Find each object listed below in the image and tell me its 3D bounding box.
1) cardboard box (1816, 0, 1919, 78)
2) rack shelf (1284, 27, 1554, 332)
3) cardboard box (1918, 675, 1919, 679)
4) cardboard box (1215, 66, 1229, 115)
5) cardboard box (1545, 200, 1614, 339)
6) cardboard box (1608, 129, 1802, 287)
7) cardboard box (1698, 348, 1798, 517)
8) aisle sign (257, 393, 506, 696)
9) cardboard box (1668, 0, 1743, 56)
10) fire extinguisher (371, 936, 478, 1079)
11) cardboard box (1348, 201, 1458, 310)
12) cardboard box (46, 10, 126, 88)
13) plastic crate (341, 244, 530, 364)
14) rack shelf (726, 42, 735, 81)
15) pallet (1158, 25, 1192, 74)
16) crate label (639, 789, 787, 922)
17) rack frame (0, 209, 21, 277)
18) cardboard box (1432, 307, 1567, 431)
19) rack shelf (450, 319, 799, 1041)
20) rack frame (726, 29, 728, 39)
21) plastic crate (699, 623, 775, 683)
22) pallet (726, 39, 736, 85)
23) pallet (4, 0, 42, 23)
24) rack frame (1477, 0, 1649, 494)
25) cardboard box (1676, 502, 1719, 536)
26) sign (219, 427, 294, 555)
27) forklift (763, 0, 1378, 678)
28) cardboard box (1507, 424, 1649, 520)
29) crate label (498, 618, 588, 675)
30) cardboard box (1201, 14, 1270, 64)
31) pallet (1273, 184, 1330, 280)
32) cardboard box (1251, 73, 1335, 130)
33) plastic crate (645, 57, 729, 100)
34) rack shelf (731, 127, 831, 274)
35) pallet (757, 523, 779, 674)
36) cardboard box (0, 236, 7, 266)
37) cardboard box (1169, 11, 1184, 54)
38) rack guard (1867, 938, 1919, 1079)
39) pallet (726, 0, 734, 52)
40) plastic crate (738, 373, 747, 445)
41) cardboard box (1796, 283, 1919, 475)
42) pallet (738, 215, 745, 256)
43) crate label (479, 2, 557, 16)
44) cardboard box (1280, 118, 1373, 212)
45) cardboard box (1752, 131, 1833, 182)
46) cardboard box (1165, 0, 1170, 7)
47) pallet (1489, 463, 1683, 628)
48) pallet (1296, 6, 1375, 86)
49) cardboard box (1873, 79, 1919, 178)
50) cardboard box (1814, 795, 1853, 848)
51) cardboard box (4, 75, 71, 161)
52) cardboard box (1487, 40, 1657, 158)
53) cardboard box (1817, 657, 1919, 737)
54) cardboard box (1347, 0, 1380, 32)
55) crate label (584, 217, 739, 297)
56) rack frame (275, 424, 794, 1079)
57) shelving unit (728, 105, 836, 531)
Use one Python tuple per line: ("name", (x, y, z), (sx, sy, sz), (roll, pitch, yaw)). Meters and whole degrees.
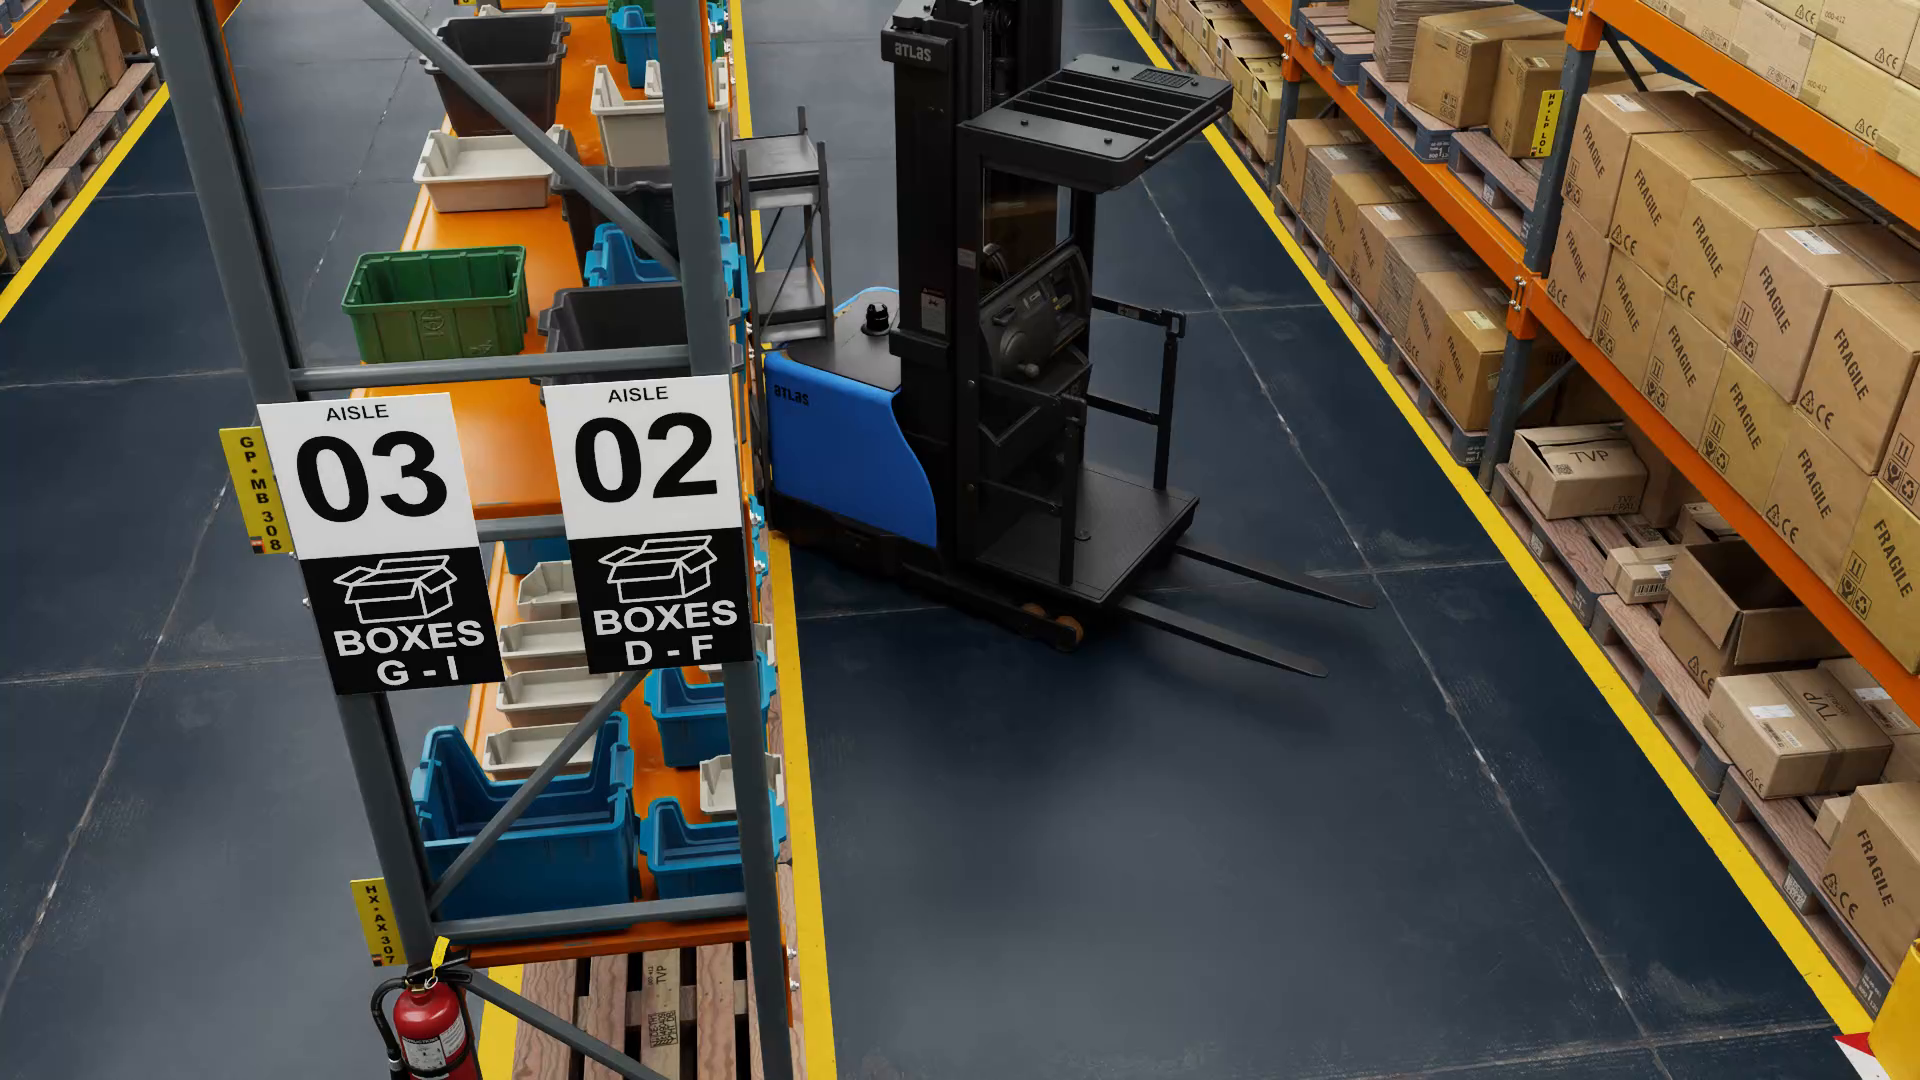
("cardboard box", (3.381, -1.822, 5.786), (0.500, 0.250, 0.500), (-4, 35, -6))
("rack shelf", (3.100, -2.385, 10.224), (1.077, 0.370, 4.000), (-4, 35, -6))
("cardboard box", (3.577, 0.396, 5.417), (0.500, 0.500, 0.500), (-3, 34, -5))
("cardboard box", (2.382, -3.679, 13.553), (0.500, 0.250, 0.500), (-4, 34, -5))
("cardboard box", (3.168, -1.302, 7.908), (0.500, 0.500, 0.500), (-4, 34, -5))
("cardboard box", (3.224, -1.448, 7.235), (0.500, 0.500, 0.500), (-5, 35, -8))
("cardboard box", (3.375, -0.454, 6.663), (0.500, 0.500, 0.500), (-5, 35, -7))
("aisle sign", (-1.282, 0.028, 3.738), (0.394, 0.787, 0.004), (-4, 35, -6))
("cardboard box", (3.253, -2.174, 6.746), (0.500, 0.250, 0.500), (-4, 35, -6))
("fire extinguisher", (-1.431, 1.344, 4.514), (0.296, 0.674, 0.183), (-4, 35, -6))
("cardboard box", (2.823, -1.808, 10.569), (0.500, 0.500, 0.500), (-5, 35, -8))
("cardboard box", (-7.462, -4.086, 13.912), (0.700, 0.500, 0.500), (-7, 35, -10))
("plastic crate", (-1.417, -0.641, 4.552), (0.450, 0.188, 0.336), (-4, 35, -6))
("rack shelf", (-2.346, -4.244, 12.952), (1.077, 0.370, 4.000), (-4, 35, -6))
("pallet", (2.431, -4.470, 15.121), (1.003, 0.211, 1.213), (-4, 35, -6))
("crate label", (-0.708, 0.921, 4.830), (0.416, 0.233, 0.303), (-4, 35, -6))
("rack frame", (-6.985, -3.050, 10.561), (1.000, 3.000, 0.127), (-4, 35, -6))
("cardboard box", (3.019, -0.968, 9.336), (0.500, 0.500, 0.500), (-5, 35, -7))
("rack shelf", (-1.270, 0.221, 6.401), (1.077, 0.370, 4.000), (-4, 35, -6))
("rack frame", (-2.615, -5.657, 14.387), (1.000, 3.000, 0.127), (-4, 35, -6))
("plastic crate", (-0.761, 0.397, 5.685), (0.250, 0.136, 0.298), (-4, 35, -6))
("pallet", (-2.471, -4.069, 14.534), (1.003, 0.211, 1.213), (-4, 35, -6))
("pallet", (-7.292, -4.072, 12.232), (1.003, 0.211, 1.213), (-4, 35, -6))
("rack frame", (3.369, -1.566, 8.384), (1.000, 3.000, 0.127), (-4, 35, -6))
("cardboard box", (3.837, -0.068, 8.327), (0.380, 0.149, 0.250), (-4, 35, -6))
("sign", (-1.544, -0.106, 3.671), (0.100, 0.325, 0.005), (-4, 35, -6))
("forklift", (0.533, -1.023, 7.649), (3.031, 2.935, 1.130), (19, 39, 26))
("cardboard box", (3.212, -0.386, 8.649), (0.500, 0.311, 0.500), (-4, 35, -6))
("crate label", (-1.377, 0.366, 5.730), (0.396, 0.136, 0.243), (-4, 35, -6))
("cardboard box", (2.310, -4.192, 13.808), (0.500, 0.311, 0.500), (-3, 34, -5))
("pallet", (2.894, -2.226, 11.829), (1.003, 0.211, 1.213), (-4, 35, -6))
("cardboard box", (2.517, -3.341, 12.559), (0.500, 0.311, 0.500), (-3, 34, -5))
("plastic crate", (-0.991, -1.642, 6.067), (0.293, 0.136, 0.466), (-4, 35, -6))
("rack shelf", (-0.883, -1.646, 8.041), (0.431, 0.518, 0.480), (-9, 35, -12))
("pallet", (-1.402, 0.367, 8.024), (1.003, 0.211, 1.213), (-4, 35, -6))
("cardboard box", (-6.913, -1.959, 10.474), (1.225, 0.875, 0.875), (-6, 35, -9))
("cardboard box", (2.170, -4.538, 14.814), (0.500, 0.250, 0.500), (-4, 34, -5))
("rack guard", (3.897, 1.657, 5.875), (1.175, 0.500, 0.348), (-4, 35, -6))
("pallet", (-2.664, -4.883, 15.727), (1.003, 0.211, 1.213), (-4, 35, -6))
("plastic crate", (-1.123, -0.500, 7.010), (0.437, 0.125, 0.590), (-4, 35, -6))
("cardboard box", (3.432, -0.586, 5.970), (0.500, 0.500, 0.500), (-3, 34, -5))
("pallet", (-1.930, -1.836, 11.256), (1.003, 0.211, 1.213), (-4, 35, -6))
("crate label", (-1.760, -2.028, 6.633), (0.293, 0.136, 0.466), (-4, 35, -6))
("cardboard box", (2.610, -2.671, 11.835), (0.500, 0.500, 0.500), (-3, 34, -4))
("cardboard box", (3.766, -1.472, 7.270), (0.500, 0.500, 0.500), (-5, 35, -7))
("cardboard box", (2.102, -5.050, 15.067), (0.500, 0.311, 0.500), (-4, 35, -6))
("pallet", (3.461, -0.030, 8.607), (1.003, 0.211, 1.213), (-4, 35, -6))
("pallet", (2.992, -3.346, 11.166), (1.213, 0.211, 1.003), (-4, 35, -6))
("cardboard box", (3.441, -1.336, 5.516), (0.500, 0.250, 0.500), (-4, 35, -6))
("cardboard box", (3.625, 1.138, 6.542), (0.380, 0.166, 0.250), (-4, 35, -6))
("cardboard box", (-7.266, -3.195, 12.604), (0.700, 0.500, 0.500), (-2, 34, -2))
("cardboard box", (3.372, -2.441, 9.206), (0.700, 0.500, 0.500), (1, 34, 1))
("cardboard box", (3.981, 0.738, 7.055), (0.500, 0.250, 0.500), (-4, 35, -6))
("cardboard box", (3.028, -3.670, 11.010), (0.700, 0.500, 0.500), (-16, 37, -22))
("crate label", (-0.805, -0.678, 4.550), (0.408, 0.251, 0.502), (-4, 35, -6))
("rack frame", (-1.001, 1.039, 4.561), (1.000, 3.000, 0.127), (-4, 35, -6))
("shelving unit", (-0.883, -1.080, 8.428), (0.431, 2.100, 0.503), (-9, 35, -12))
